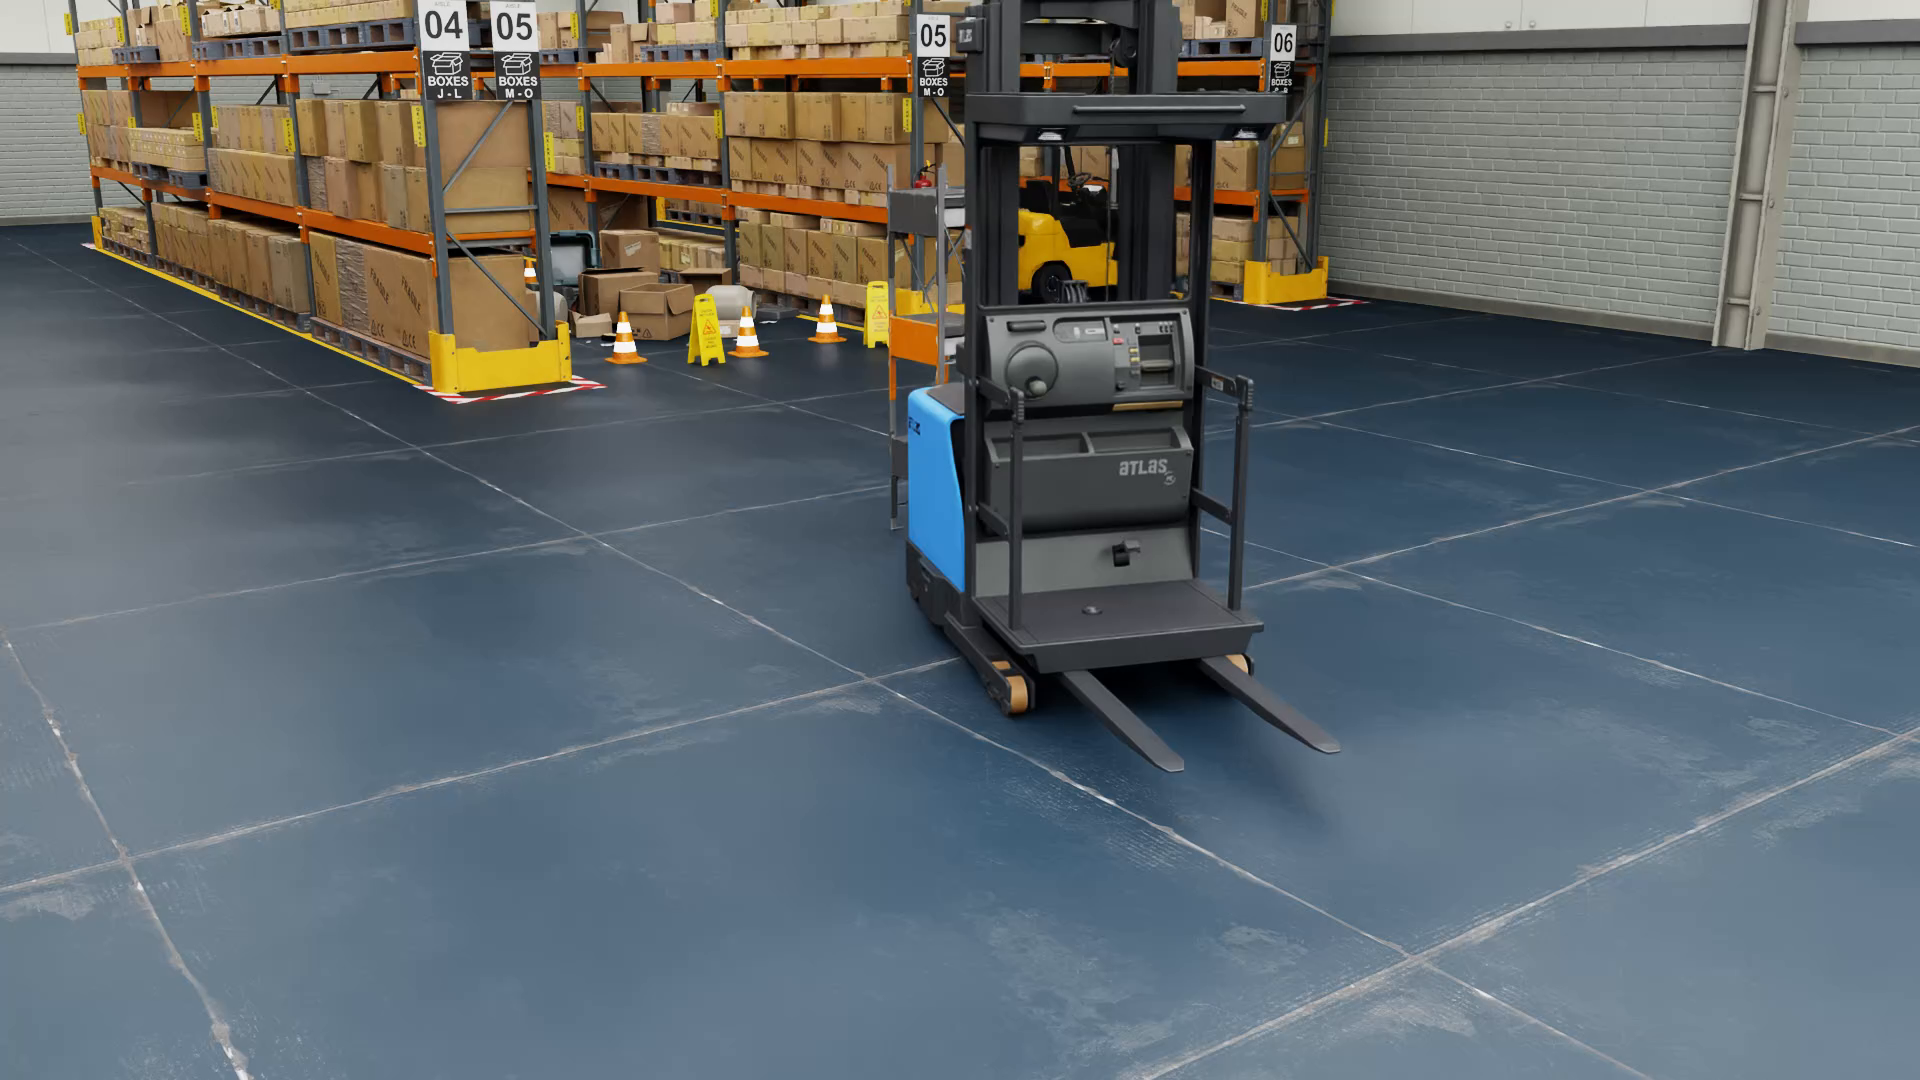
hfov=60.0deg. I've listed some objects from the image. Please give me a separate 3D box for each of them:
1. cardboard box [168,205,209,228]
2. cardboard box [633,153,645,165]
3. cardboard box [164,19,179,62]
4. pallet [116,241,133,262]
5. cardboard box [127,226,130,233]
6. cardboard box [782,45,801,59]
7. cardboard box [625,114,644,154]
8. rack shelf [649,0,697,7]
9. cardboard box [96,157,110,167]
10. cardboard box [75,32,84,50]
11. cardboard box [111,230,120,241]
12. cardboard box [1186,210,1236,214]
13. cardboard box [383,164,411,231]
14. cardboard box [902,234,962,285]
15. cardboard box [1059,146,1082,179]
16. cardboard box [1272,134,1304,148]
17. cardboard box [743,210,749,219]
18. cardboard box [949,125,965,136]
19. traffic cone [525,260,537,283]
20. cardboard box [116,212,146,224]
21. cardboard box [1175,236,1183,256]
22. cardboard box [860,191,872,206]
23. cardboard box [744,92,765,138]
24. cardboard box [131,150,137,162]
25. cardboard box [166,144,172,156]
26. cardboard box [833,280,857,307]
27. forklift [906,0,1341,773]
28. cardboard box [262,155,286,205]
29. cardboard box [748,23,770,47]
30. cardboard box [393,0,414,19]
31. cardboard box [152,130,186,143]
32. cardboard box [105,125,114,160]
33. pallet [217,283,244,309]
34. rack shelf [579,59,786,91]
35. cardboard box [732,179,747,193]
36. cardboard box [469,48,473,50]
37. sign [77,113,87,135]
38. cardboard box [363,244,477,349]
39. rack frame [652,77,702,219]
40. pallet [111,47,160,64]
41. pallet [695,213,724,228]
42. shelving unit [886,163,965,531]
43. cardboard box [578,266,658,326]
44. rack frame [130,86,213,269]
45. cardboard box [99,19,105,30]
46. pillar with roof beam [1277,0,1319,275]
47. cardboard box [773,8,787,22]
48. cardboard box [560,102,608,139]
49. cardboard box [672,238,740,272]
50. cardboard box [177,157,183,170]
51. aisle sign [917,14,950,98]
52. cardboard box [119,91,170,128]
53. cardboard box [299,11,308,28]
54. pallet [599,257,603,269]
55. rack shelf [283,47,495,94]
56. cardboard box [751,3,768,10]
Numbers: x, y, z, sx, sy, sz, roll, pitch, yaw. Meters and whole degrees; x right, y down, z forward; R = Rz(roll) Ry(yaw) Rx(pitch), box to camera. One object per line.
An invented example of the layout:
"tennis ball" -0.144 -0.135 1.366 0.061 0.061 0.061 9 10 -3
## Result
"cardboard box" -10.233 -4.315 22.180 0.500 0.250 0.500 -10 18 -32
"cardboard box" -4.115 -5.065 22.080 0.380 0.149 0.250 -10 18 -31
"cardboard box" -9.559 -6.207 20.699 0.500 0.500 0.500 -11 19 -35
"pallet" -12.210 -4.432 25.370 1.003 0.211 1.213 -11 19 -35
"cardboard box" -12.497 -4.781 25.404 0.380 0.149 0.250 -10 18 -32
"cardboard box" -1.745 -5.392 18.389 0.380 0.149 0.250 -11 19 -36
"cardboard box" -4.061 -5.354 21.907 0.500 0.500 0.500 -10 18 -34
"rack shelf" -4.284 -9.912 30.113 1.077 0.370 4.000 -11 19 -35
"cardboard box" -13.194 -5.878 25.845 0.380 0.149 0.250 -12 19 -36
"cardboard box" -13.363 -7.712 25.726 0.500 0.250 0.500 -11 18 -34
"cardboard box" -12.934 -4.732 25.787 0.380 0.149 0.250 -11 19 -34
"cardboard box" 3.236 -4.082 21.329 0.500 0.250 0.500 -11 19 -35
"cardboard box" -4.605 -3.075 14.844 0.875 0.550 0.550 -11 19 -35
"cardboard box" -0.330 -3.064 18.082 0.500 0.500 0.500 -12 19 -36
"cardboard box" 1.646 -5.144 22.500 0.500 0.500 0.500 -12 19 -36
"cardboard box" 3.958 -4.851 20.200 0.380 0.149 0.250 -11 19 -36
"cardboard box" -3.673 -5.841 29.838 0.380 0.149 0.250 -12 19 -36
"cardboard box" -0.039 -6.059 24.613 0.380 0.149 0.250 -10 18 -33
"traffic cone" -5.258 -3.191 20.357 0.336 0.463 0.334 -11 19 -35
"cardboard box" -12.594 -4.904 25.291 0.380 0.149 0.250 -11 19 -34
"cardboard box" 2.802 -3.766 21.119 0.500 0.250 0.500 -11 19 -36
"cardboard box" -0.830 -3.626 17.620 0.380 0.149 0.250 -11 19 -35
"cardboard box" -2.051 -4.894 19.128 0.700 0.500 0.500 -11 19 -34
"cardboard box" -11.206 -5.304 22.955 0.380 0.149 0.250 -12 19 -37
"cardboard box" -9.834 -4.950 21.097 0.380 0.149 0.250 -11 19 -34
"cardboard box" -1.056 -2.725 18.263 0.500 0.250 0.500 -11 19 -34
"forklift" 0.626 -0.801 6.949 1.130 2.935 3.031 -4 16 -16
"cardboard box" -7.181 -3.896 17.940 0.500 0.500 0.500 -11 19 -35
"cardboard box" -2.069 -5.733 18.879 0.500 0.250 0.500 -11 19 -35
"cardboard box" -4.479 -4.411 13.819 0.380 0.149 0.250 -11 19 -35
"cardboard box" -10.283 -5.258 21.660 0.380 0.149 0.250 -10 18 -33
"cardboard box" -12.459 -5.961 24.920 0.500 0.500 0.500 -11 19 -36
"pallet" -8.311 -2.999 20.135 1.003 0.211 1.213 -11 19 -35
"rack shelf" -3.593 -5.987 21.449 1.077 0.370 4.000 -11 19 -35
"cardboard box" -2.491 -4.222 19.795 0.380 0.149 0.250 -11 19 -35
"cardboard box" -7.755 -7.888 26.301 0.396 0.266 0.258 -10 18 -33
"sign" -13.856 -6.566 26.244 0.100 0.325 0.005 -11 19 -35
"cardboard box" -4.981 -2.316 15.585 0.875 0.875 0.875 -11 19 -35
"rack frame" -5.460 -7.794 32.370 1.000 3.000 0.127 -11 19 -35
"pallet" -10.788 -6.586 22.632 1.213 0.211 1.003 -11 19 -35
"pallet" -4.232 -6.002 31.106 1.003 0.211 1.213 -11 19 -35
"shelving unit" -0.097 -1.048 9.428 0.431 2.100 0.503 -11 19 -35
"cardboard box" -3.702 -2.648 18.040 0.797 0.637 0.503 -11 19 -35
"rack frame" -11.065 -5.378 23.545 1.000 3.000 0.127 -11 19 -35
"cardboard box" -12.251 -7.483 24.134 0.380 0.149 0.250 -11 19 -35
"pillar with roof beam" 0.785 -6.891 17.708 9.100 9.000 0.400 -11 19 -35
"cardboard box" -1.852 -5.838 18.508 0.380 0.149 0.250 -12 19 -36
"cardboard box" -5.284 -5.915 23.420 0.500 0.500 0.500 -11 19 -36
"cardboard box" -3.153 -3.660 21.448 0.950 0.372 0.625 -10 18 -31
"cardboard box" -9.520 -4.693 20.721 0.380 0.149 0.250 -11 19 -35
"aisle sign" -0.263 -4.802 16.513 0.394 0.787 0.004 -11 19 -35
"cardboard box" -11.560 -6.111 23.574 0.500 0.500 0.500 -12 19 -36
"cardboard box" -6.123 -5.008 15.999 0.380 0.149 0.250 -11 19 -35
"pallet" -4.310 -3.802 23.068 1.003 0.211 1.213 -11 19 -35
"rack shelf" -5.185 -4.343 15.442 1.077 0.370 4.000 -11 19 -35
"cardboard box" -2.737 -6.570 20.758 0.500 0.250 0.500 -11 19 -36
